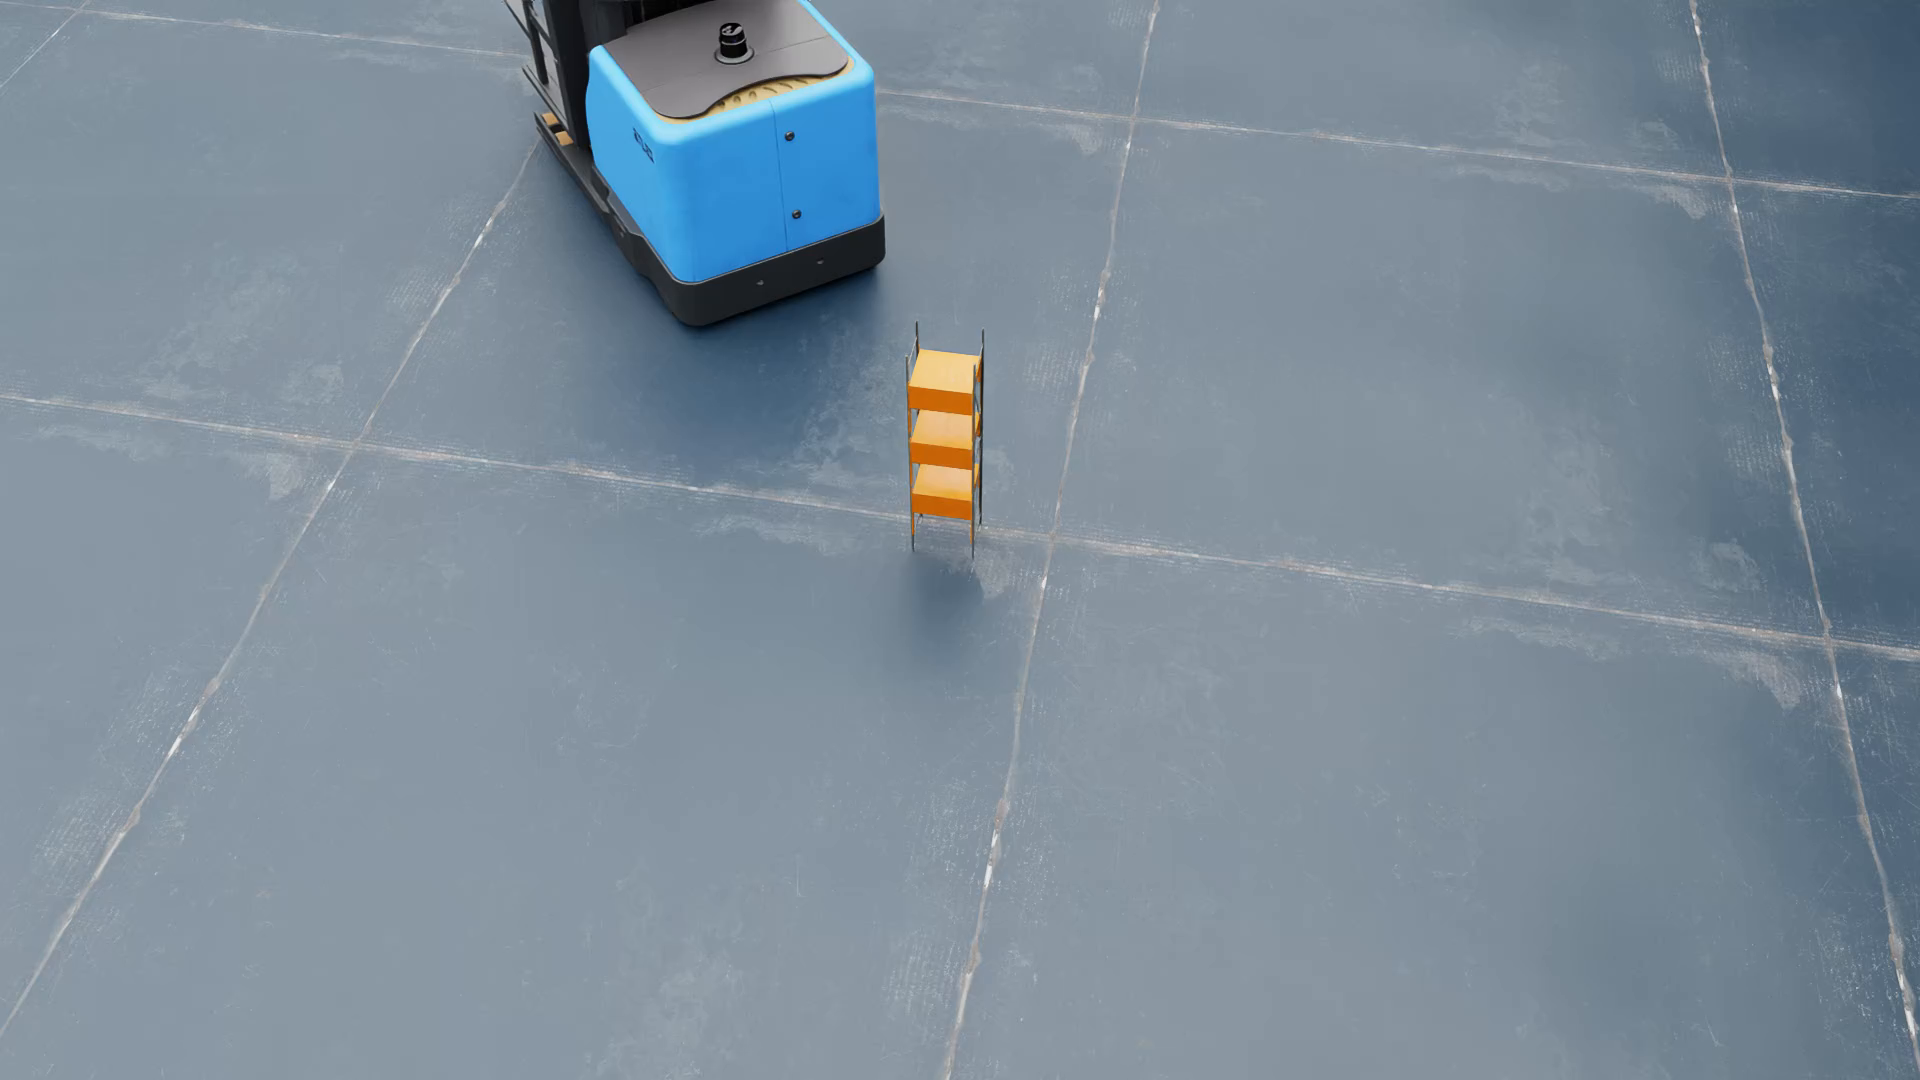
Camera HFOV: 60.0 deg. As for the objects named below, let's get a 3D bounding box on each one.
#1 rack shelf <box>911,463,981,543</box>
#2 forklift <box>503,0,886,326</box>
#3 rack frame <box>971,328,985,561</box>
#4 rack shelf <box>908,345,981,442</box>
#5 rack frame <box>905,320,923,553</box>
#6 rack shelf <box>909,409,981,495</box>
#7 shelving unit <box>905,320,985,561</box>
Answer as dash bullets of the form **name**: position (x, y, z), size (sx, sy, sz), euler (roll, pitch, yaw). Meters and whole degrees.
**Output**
- **rack shelf**: position (-0.053, -0.165, 6.552), size (0.240, 0.259, 0.215), euler (8, 49, 7)
- **forklift**: position (-1.515, -3.039, 7.482), size (1.130, 2.935, 3.031), euler (-23, 52, -19)
- **rack frame**: position (0.067, -0.342, 6.323), size (0.008, 1.050, 0.200), euler (8, 49, 7)
- **rack shelf**: position (-0.053, -0.541, 6.135), size (0.240, 0.259, 0.215), euler (8, 49, 7)
- **rack frame**: position (-0.173, -0.374, 6.352), size (0.008, 1.050, 0.200), euler (8, 49, 7)
- **rack shelf**: position (-0.053, -0.351, 6.346), size (0.240, 0.259, 0.215), euler (8, 49, 7)
- **shelving unit**: position (-0.053, -0.358, 6.338), size (0.252, 1.050, 0.215), euler (8, 49, 7)
